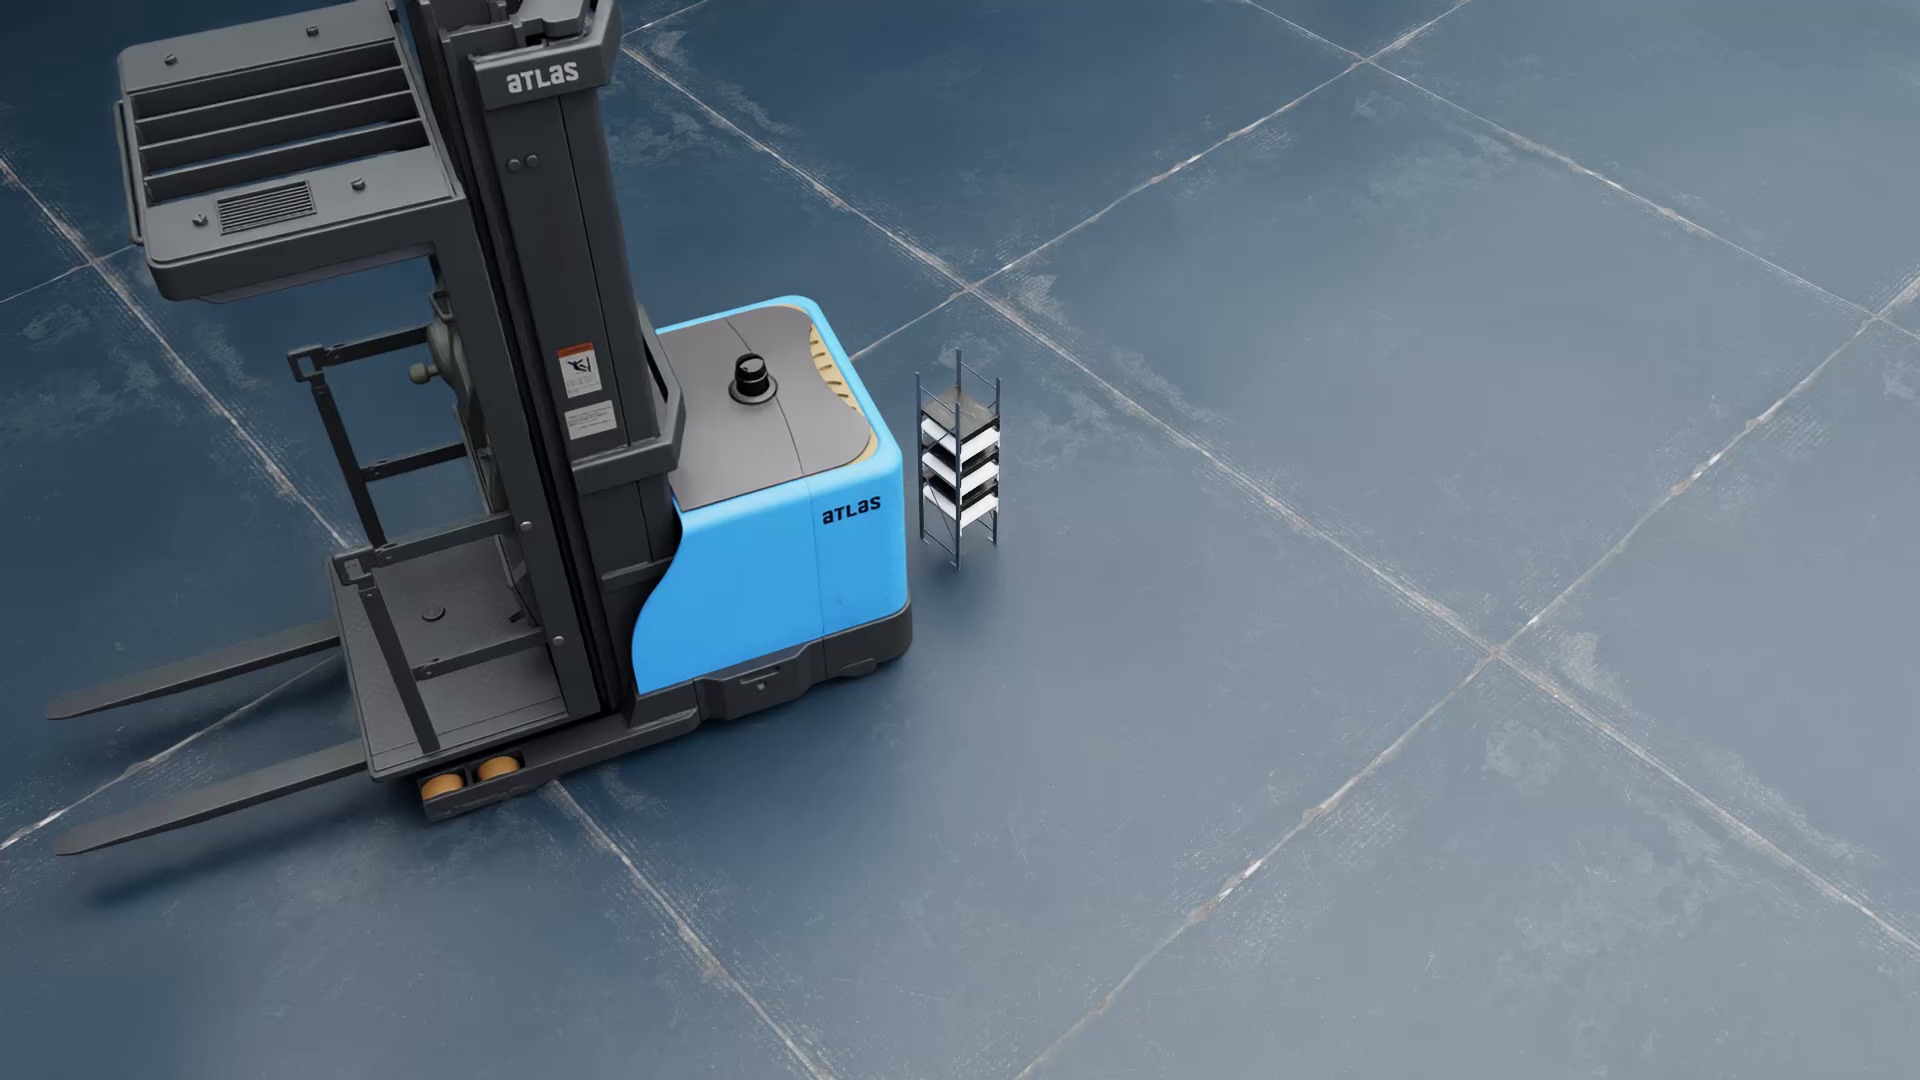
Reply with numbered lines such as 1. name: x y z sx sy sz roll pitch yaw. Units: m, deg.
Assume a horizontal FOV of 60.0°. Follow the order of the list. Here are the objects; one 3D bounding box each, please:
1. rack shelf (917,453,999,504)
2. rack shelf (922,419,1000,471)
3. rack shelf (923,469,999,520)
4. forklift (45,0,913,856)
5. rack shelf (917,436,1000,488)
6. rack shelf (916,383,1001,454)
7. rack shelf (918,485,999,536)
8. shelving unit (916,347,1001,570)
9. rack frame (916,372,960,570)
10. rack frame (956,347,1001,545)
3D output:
1. rack shelf: -0.006 -0.279 6.493 0.200 0.077 0.258 -34 56 -27
2. rack shelf: -0.006 -0.401 6.361 0.200 0.077 0.258 -34 56 -27
3. rack shelf: -0.006 -0.218 6.559 0.200 0.077 0.258 -34 56 -27
4. forklift: -1.748 -0.452 5.226 3.031 2.935 1.130 -17 50 -15
5. rack shelf: -0.006 -0.340 6.427 0.200 0.077 0.258 -34 56 -27
6. rack shelf: -0.006 -0.462 6.295 0.200 0.077 0.258 -34 56 -27
7. rack shelf: -0.006 -0.156 6.626 0.200 0.077 0.258 -34 56 -27
8. shelving unit: -0.006 -0.301 6.469 0.210 0.900 0.258 -34 56 -27
9. rack frame: -0.081 -0.251 6.422 0.006 0.900 0.240 -34 56 -27
10. rack frame: 0.069 -0.351 6.515 0.006 0.900 0.240 -34 56 -27
